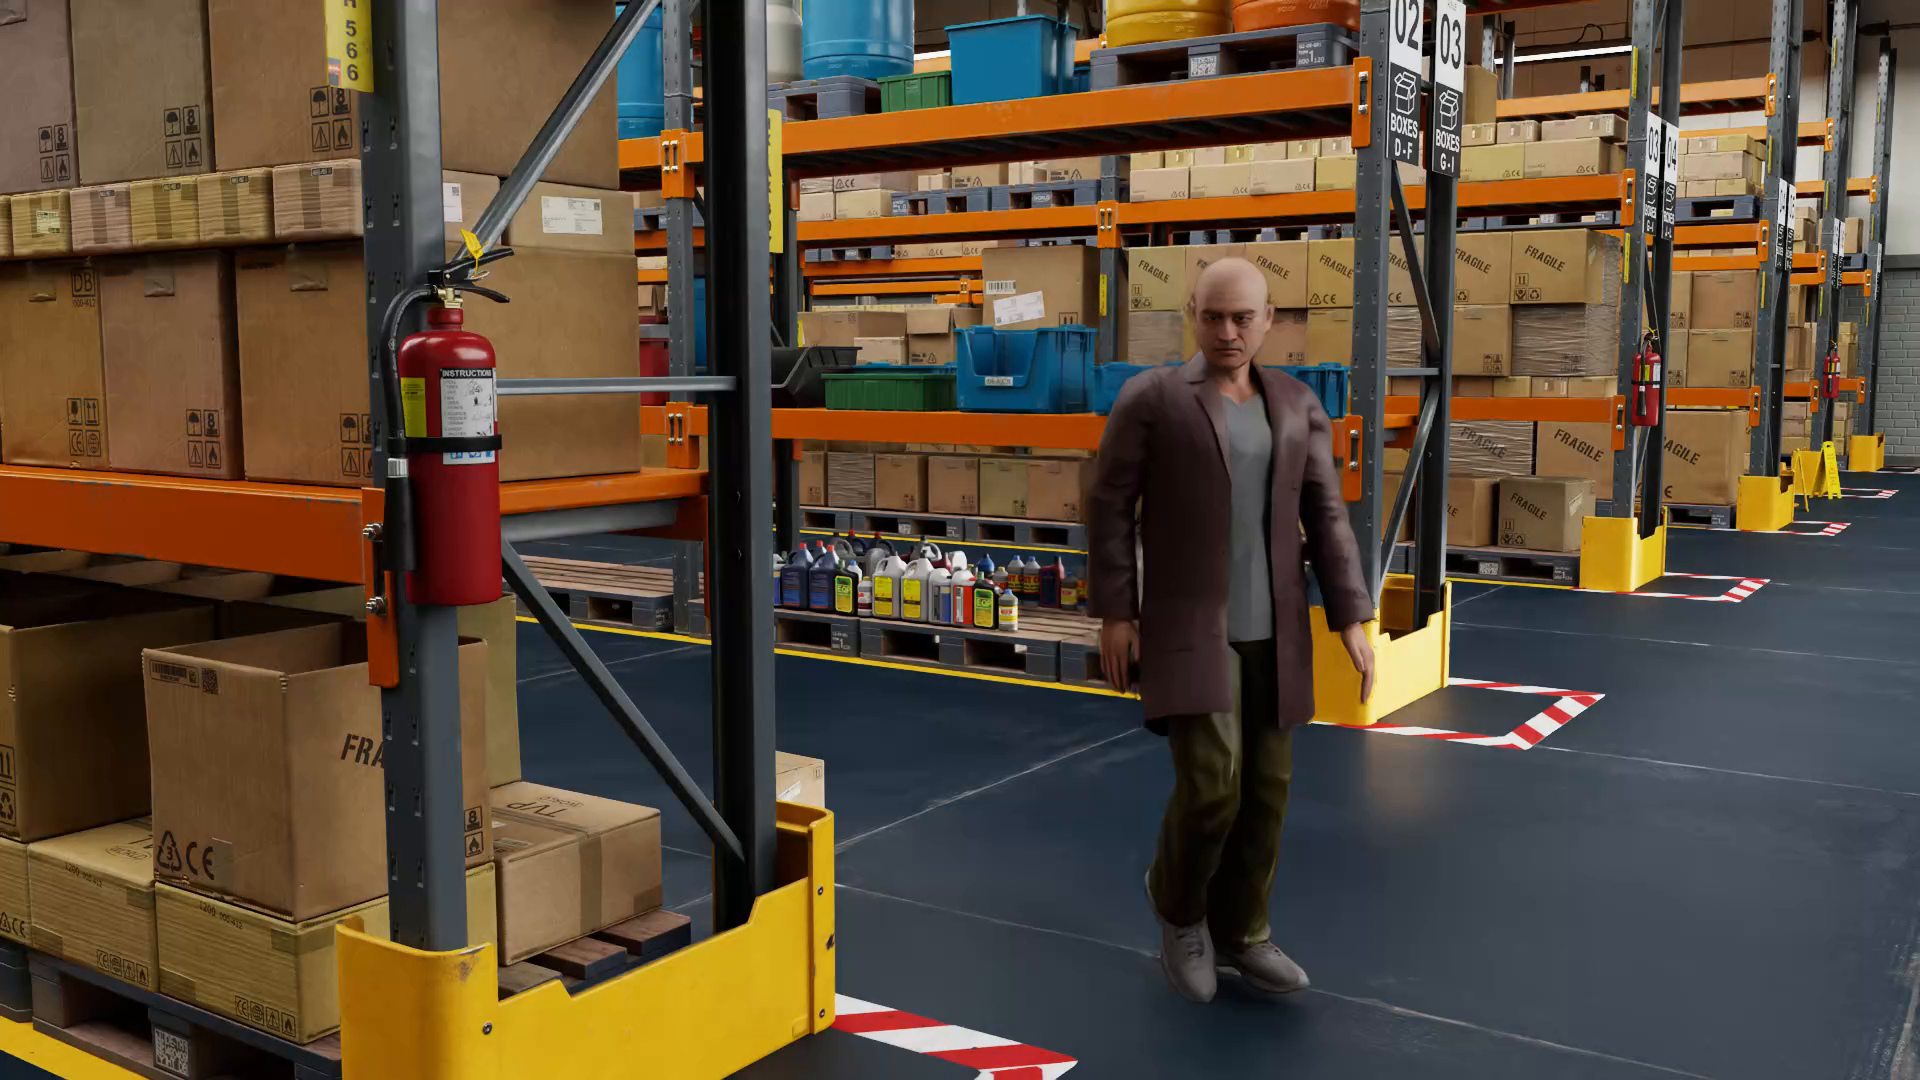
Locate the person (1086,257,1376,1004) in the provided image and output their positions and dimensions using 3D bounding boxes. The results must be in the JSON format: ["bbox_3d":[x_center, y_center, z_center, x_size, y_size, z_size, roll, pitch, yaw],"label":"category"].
[{"bbox_3d":[0.641,0.236,3.985,0.629,1.803,0.499,-2,7,-20],"label":"person"}]
